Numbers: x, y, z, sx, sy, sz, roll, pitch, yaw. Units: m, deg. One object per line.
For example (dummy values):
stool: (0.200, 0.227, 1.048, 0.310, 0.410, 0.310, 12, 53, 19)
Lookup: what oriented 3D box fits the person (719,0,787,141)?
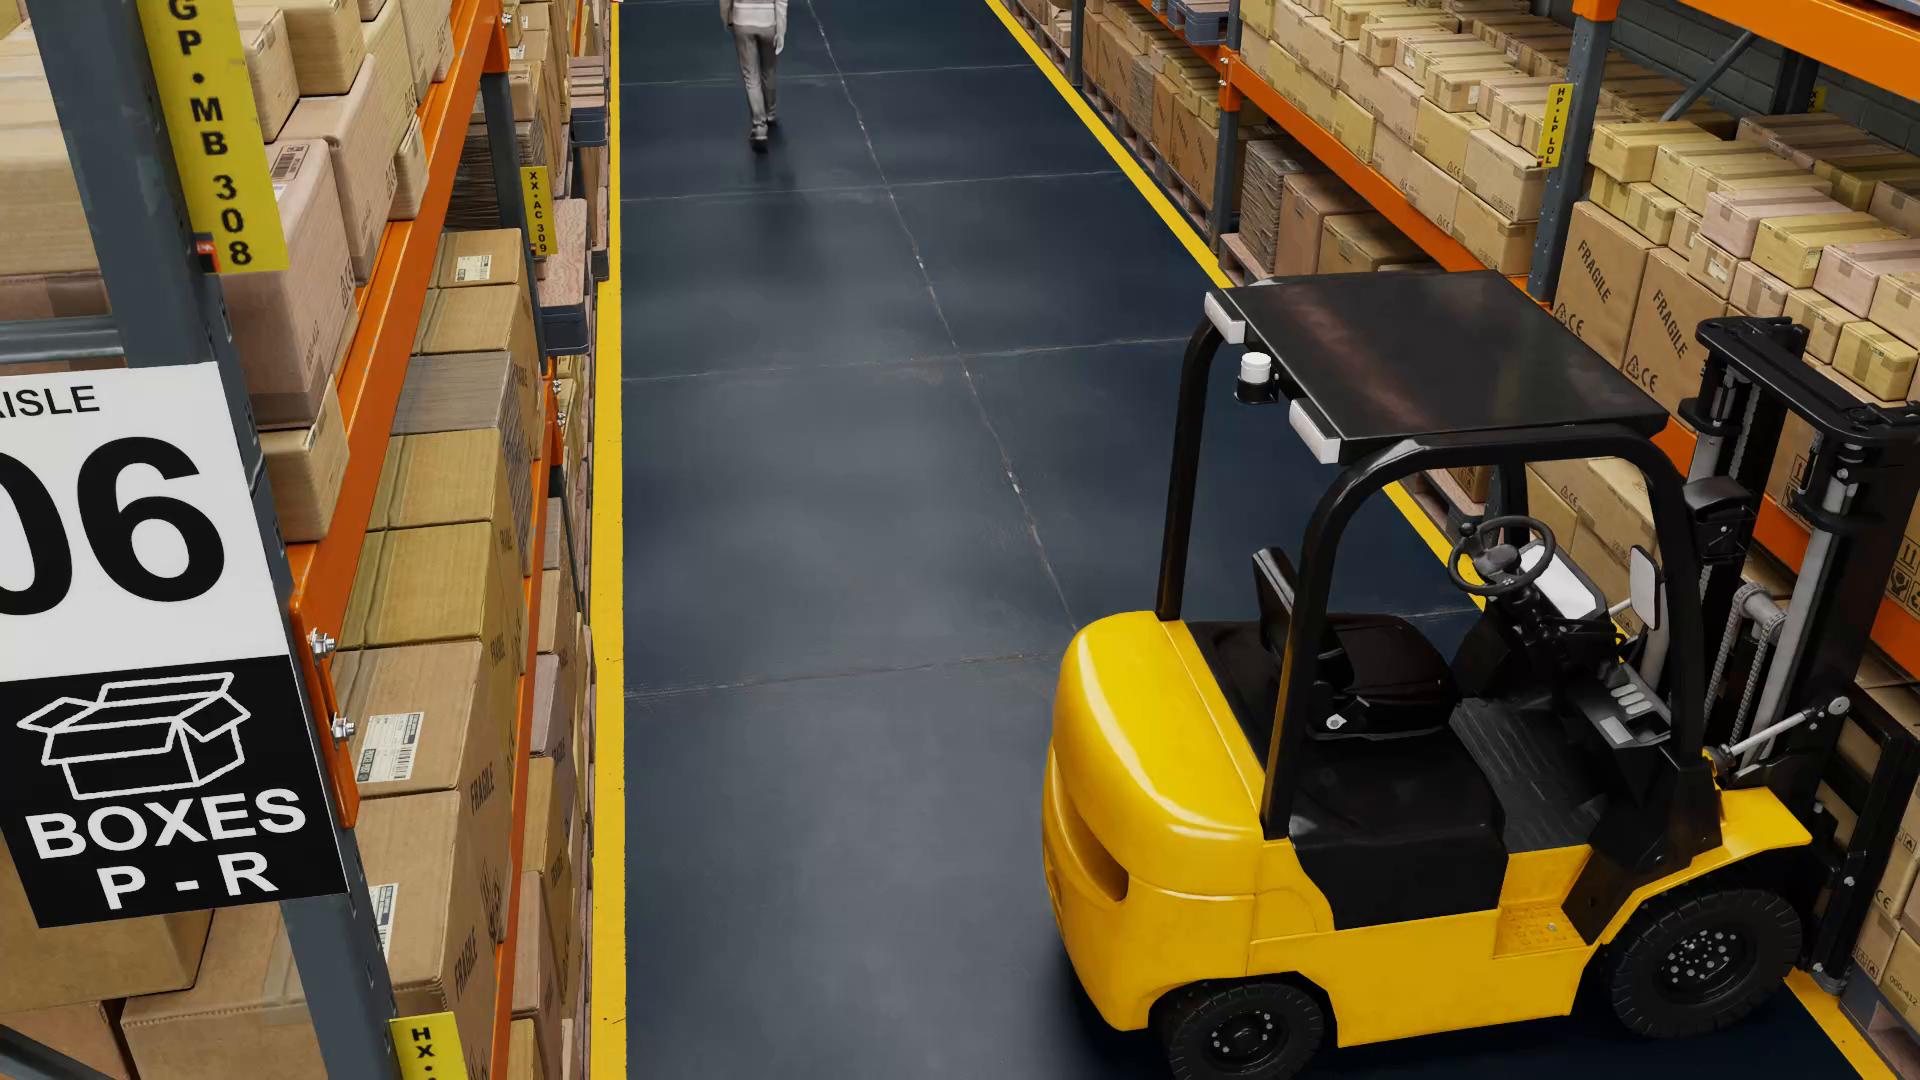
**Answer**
person: (-1.573, -3.930, 12.667, 0.494, 1.634, 1.007, -6, 31, -11)
